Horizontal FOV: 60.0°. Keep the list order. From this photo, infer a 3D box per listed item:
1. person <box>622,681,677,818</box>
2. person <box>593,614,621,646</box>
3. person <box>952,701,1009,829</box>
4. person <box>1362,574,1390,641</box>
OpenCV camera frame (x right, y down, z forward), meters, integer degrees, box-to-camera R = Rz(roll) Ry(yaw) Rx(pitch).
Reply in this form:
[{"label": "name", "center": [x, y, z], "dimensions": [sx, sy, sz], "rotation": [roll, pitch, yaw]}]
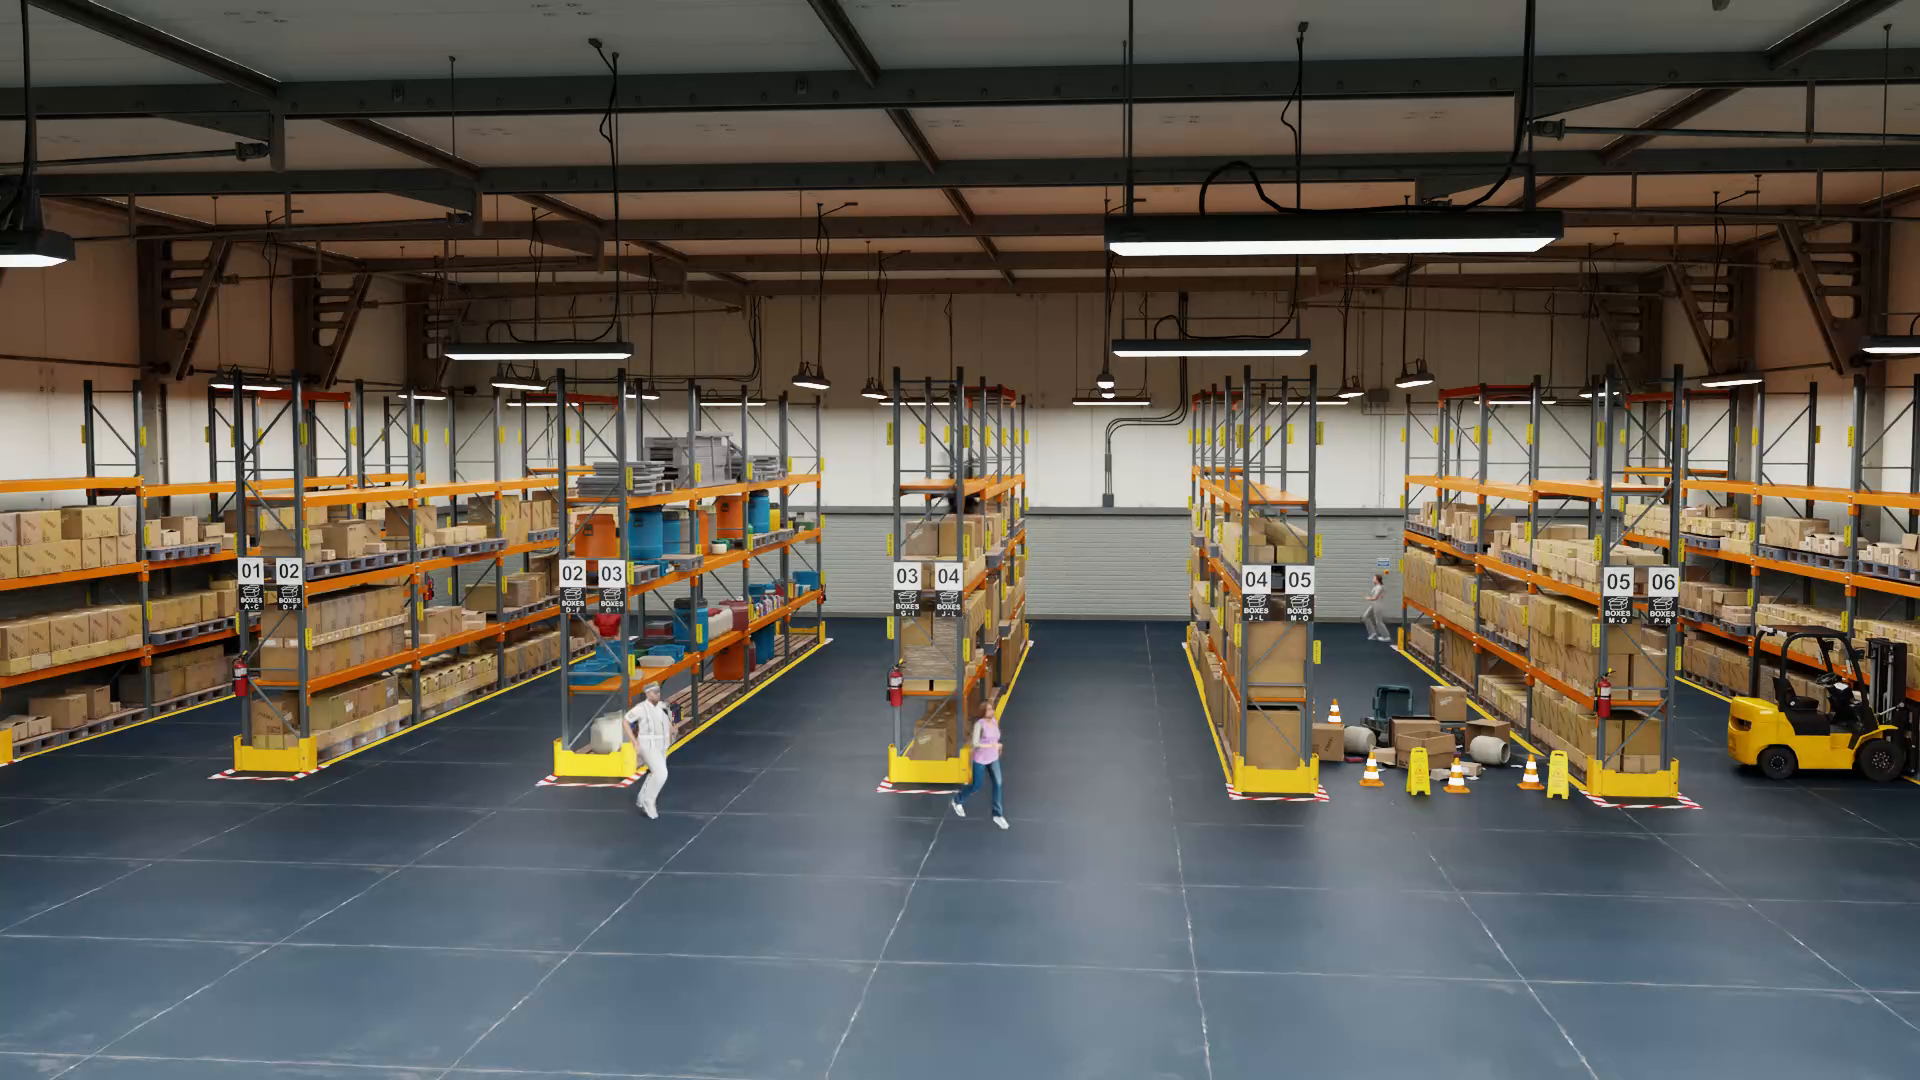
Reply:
[{"label": "person", "center": [-4.029, 2.764, 21.952], "dimensions": [0.730, 1.818, 0.634], "rotation": [2, 4, 29]}, {"label": "person", "center": [-7.154, 2.065, 33.956], "dimensions": [0.652, 1.677, 0.631], "rotation": [0, 4, -2]}, {"label": "person", "center": [0.291, 2.869, 21.454], "dimensions": [0.550, 1.615, 0.881], "rotation": [-3, 5, -42]}, {"label": "person", "center": [10.152, 1.660, 40.434], "dimensions": [0.664, 1.664, 0.556], "rotation": [0, 4, 5]}]
